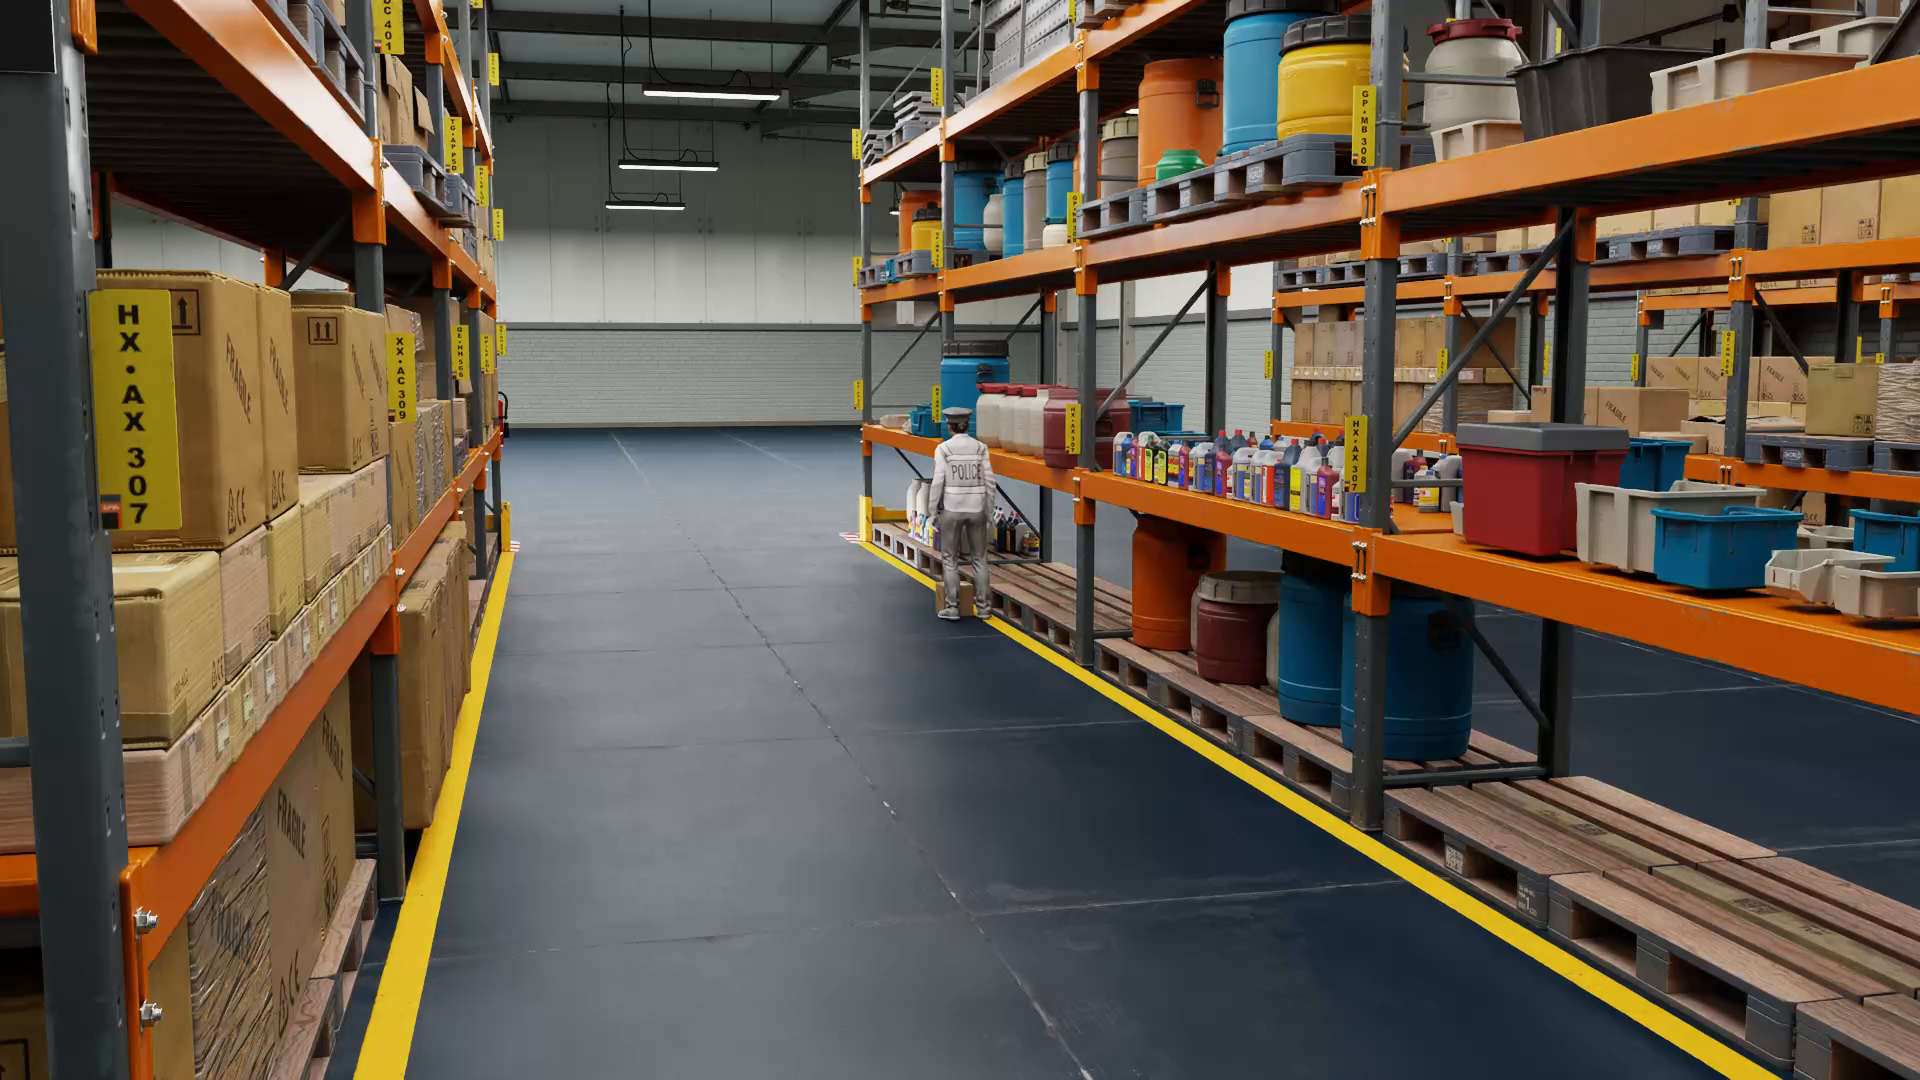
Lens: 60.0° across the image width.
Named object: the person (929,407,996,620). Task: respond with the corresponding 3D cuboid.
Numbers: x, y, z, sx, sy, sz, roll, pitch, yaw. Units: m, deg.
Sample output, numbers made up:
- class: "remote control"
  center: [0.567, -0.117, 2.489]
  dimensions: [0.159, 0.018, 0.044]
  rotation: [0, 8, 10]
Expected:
- class: "person"
  center: [0.017, -0.204, 13.034]
  dimensions: [0.537, 1.662, 0.378]
  rotation: [-2, 6, -15]
